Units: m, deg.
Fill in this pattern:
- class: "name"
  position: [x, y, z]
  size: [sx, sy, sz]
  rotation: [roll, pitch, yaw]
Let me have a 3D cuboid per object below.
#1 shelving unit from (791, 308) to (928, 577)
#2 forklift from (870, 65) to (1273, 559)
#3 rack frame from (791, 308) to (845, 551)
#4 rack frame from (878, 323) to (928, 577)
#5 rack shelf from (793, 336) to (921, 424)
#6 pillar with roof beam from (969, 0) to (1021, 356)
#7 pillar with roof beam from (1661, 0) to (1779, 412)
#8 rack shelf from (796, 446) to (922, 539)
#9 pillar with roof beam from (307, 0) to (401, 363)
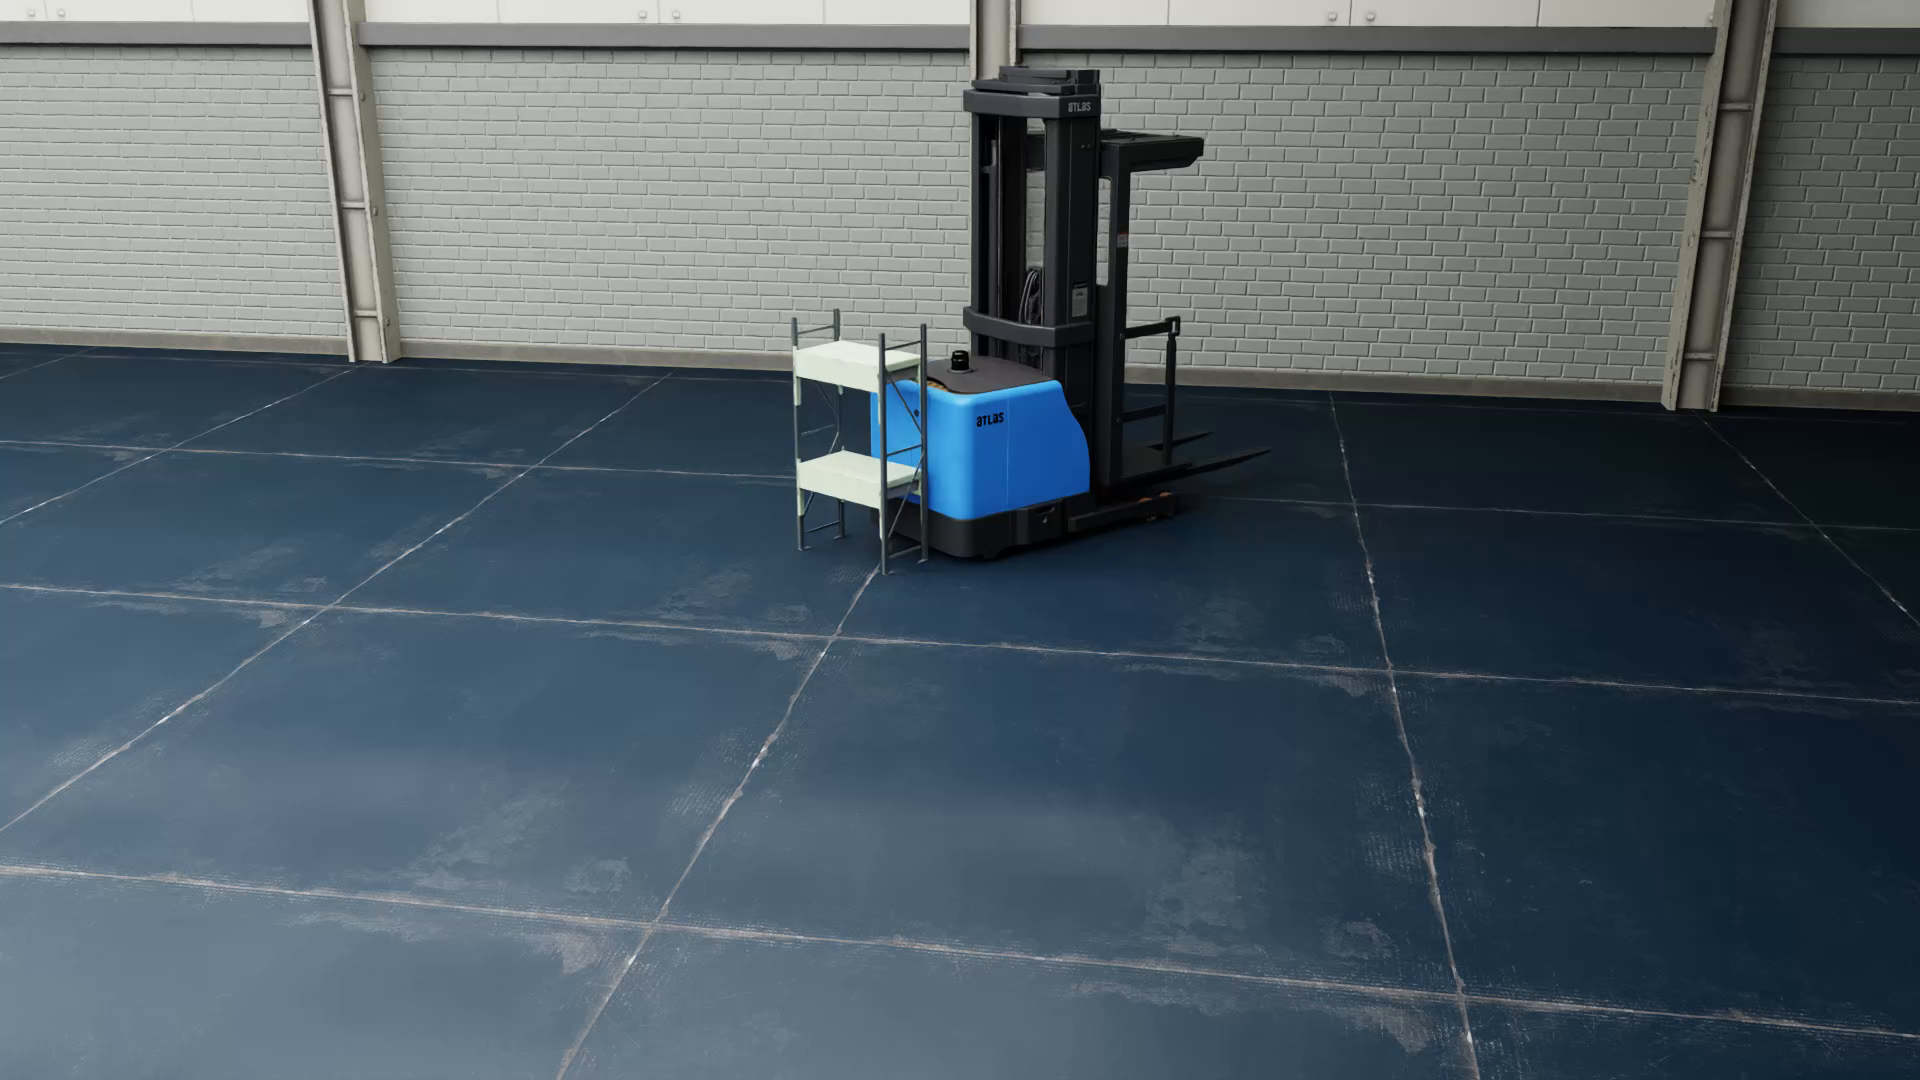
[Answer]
- class: "shelving unit"
  position: [-0.614, -0.614, 10.273]
  size: [0.755, 1.500, 0.431]
  rotation: [15, 24, 38]
- class: "forklift"
  position: [0.879, -1.628, 11.050]
  size: [3.031, 2.935, 1.130]
  rotation: [-14, 23, -36]
- class: "rack frame"
  position: [-0.892, -0.689, 10.499]
  size: [0.023, 1.500, 0.400]
  rotation: [15, 24, 38]
- class: "rack frame"
  position: [-0.337, -0.538, 10.047]
  size: [0.023, 1.500, 0.400]
  rotation: [15, 24, 38]
- class: "rack shelf"
  position: [-0.614, -0.984, 10.149]
  size: [0.720, 0.370, 0.431]
  rotation: [15, 24, 38]
- class: "pillar with roof beam"
  position: [-0.381, -4.360, 9.653]
  size: [0.400, 9.000, 9.100]
  rotation: [3, 19, 9]
- class: "pillar with roof beam"
  position: [5.543, -4.058, 8.751]
  size: [0.400, 9.000, 9.100]
  rotation: [3, 19, 9]
- class: "rack shelf"
  position: [-0.614, -0.304, 10.377]
  size: [0.720, 0.370, 0.431]
  rotation: [15, 24, 38]
- class: "pillar with roof beam"
  position: [-6.305, -4.662, 10.556]
  size: [0.400, 9.000, 9.100]
  rotation: [3, 19, 9]
